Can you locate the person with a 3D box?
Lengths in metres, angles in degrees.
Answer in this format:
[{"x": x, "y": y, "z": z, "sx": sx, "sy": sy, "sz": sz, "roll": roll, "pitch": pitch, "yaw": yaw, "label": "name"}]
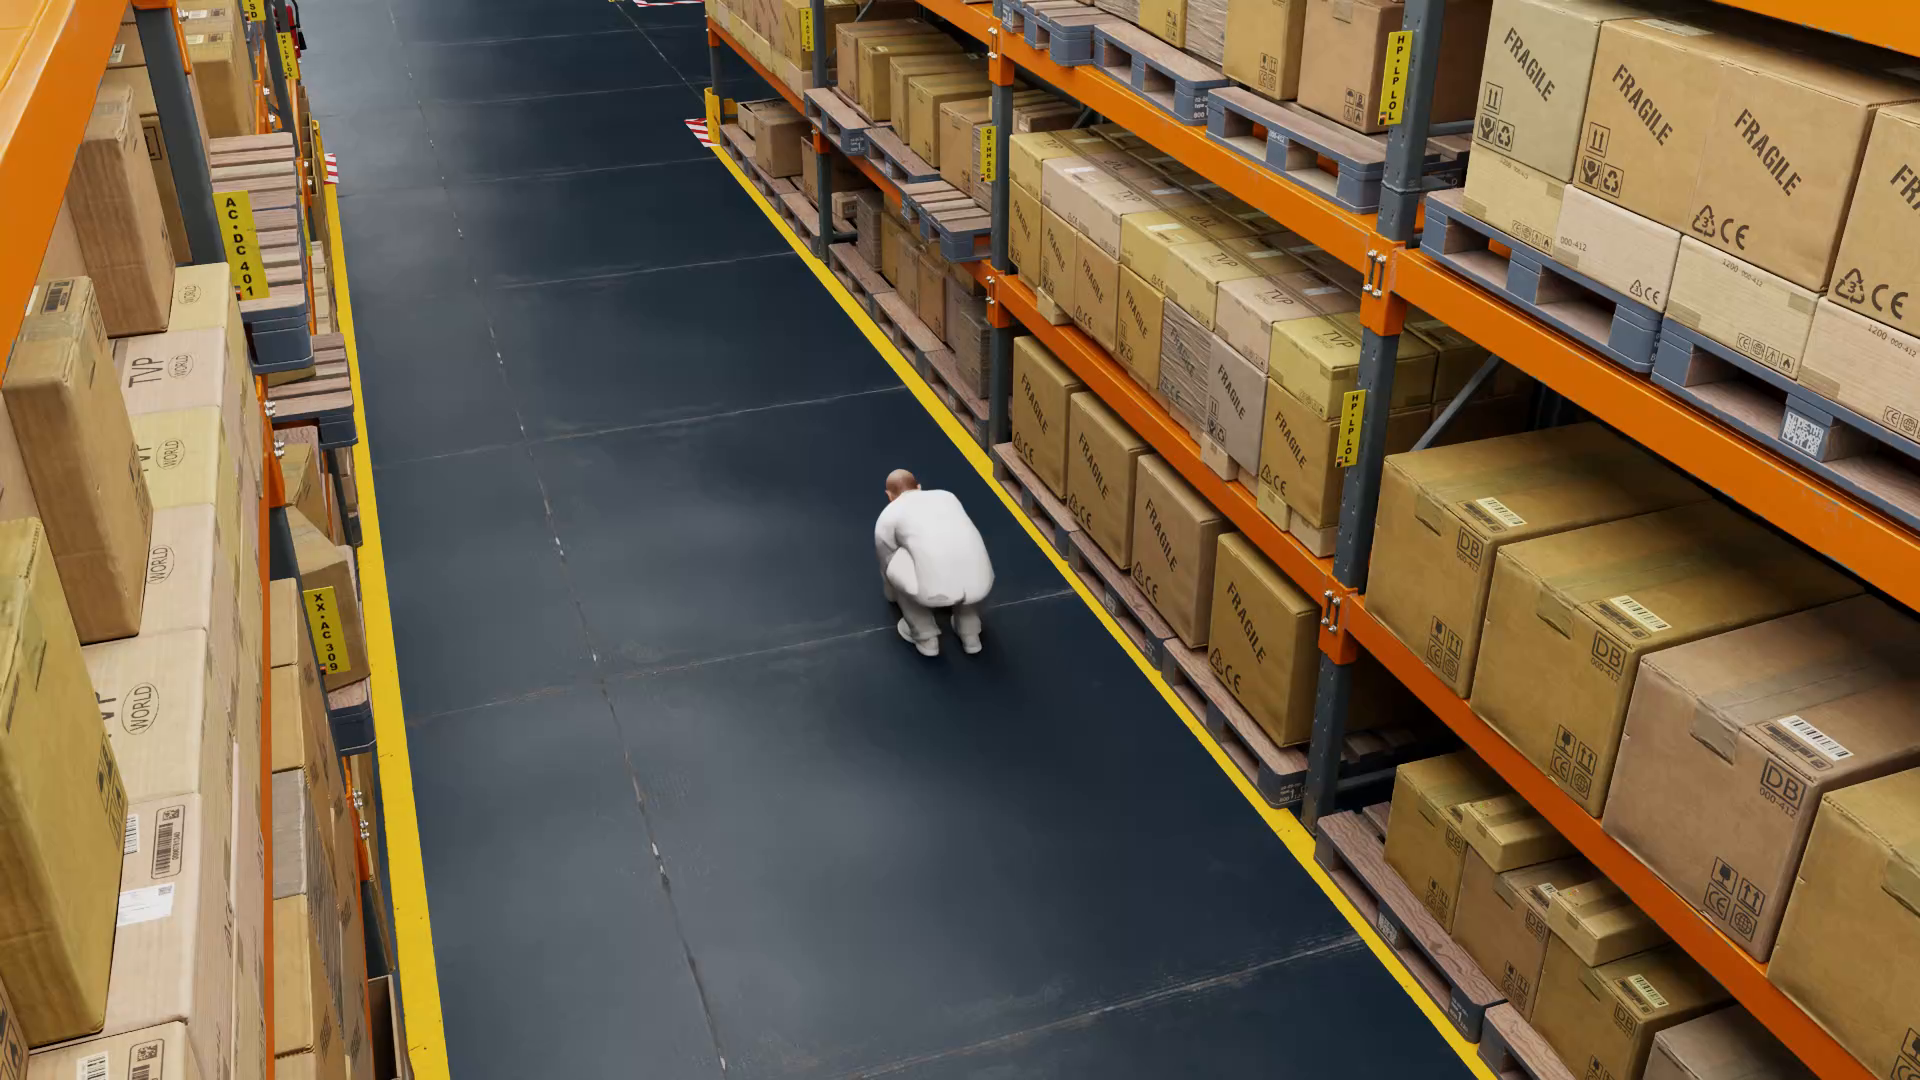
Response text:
[{"x": -0.148, "y": 0.156, "z": 8.916, "sx": 0.572, "sy": 0.849, "sz": 0.919, "roll": -11, "pitch": 31, "yaw": -19, "label": "person"}]
